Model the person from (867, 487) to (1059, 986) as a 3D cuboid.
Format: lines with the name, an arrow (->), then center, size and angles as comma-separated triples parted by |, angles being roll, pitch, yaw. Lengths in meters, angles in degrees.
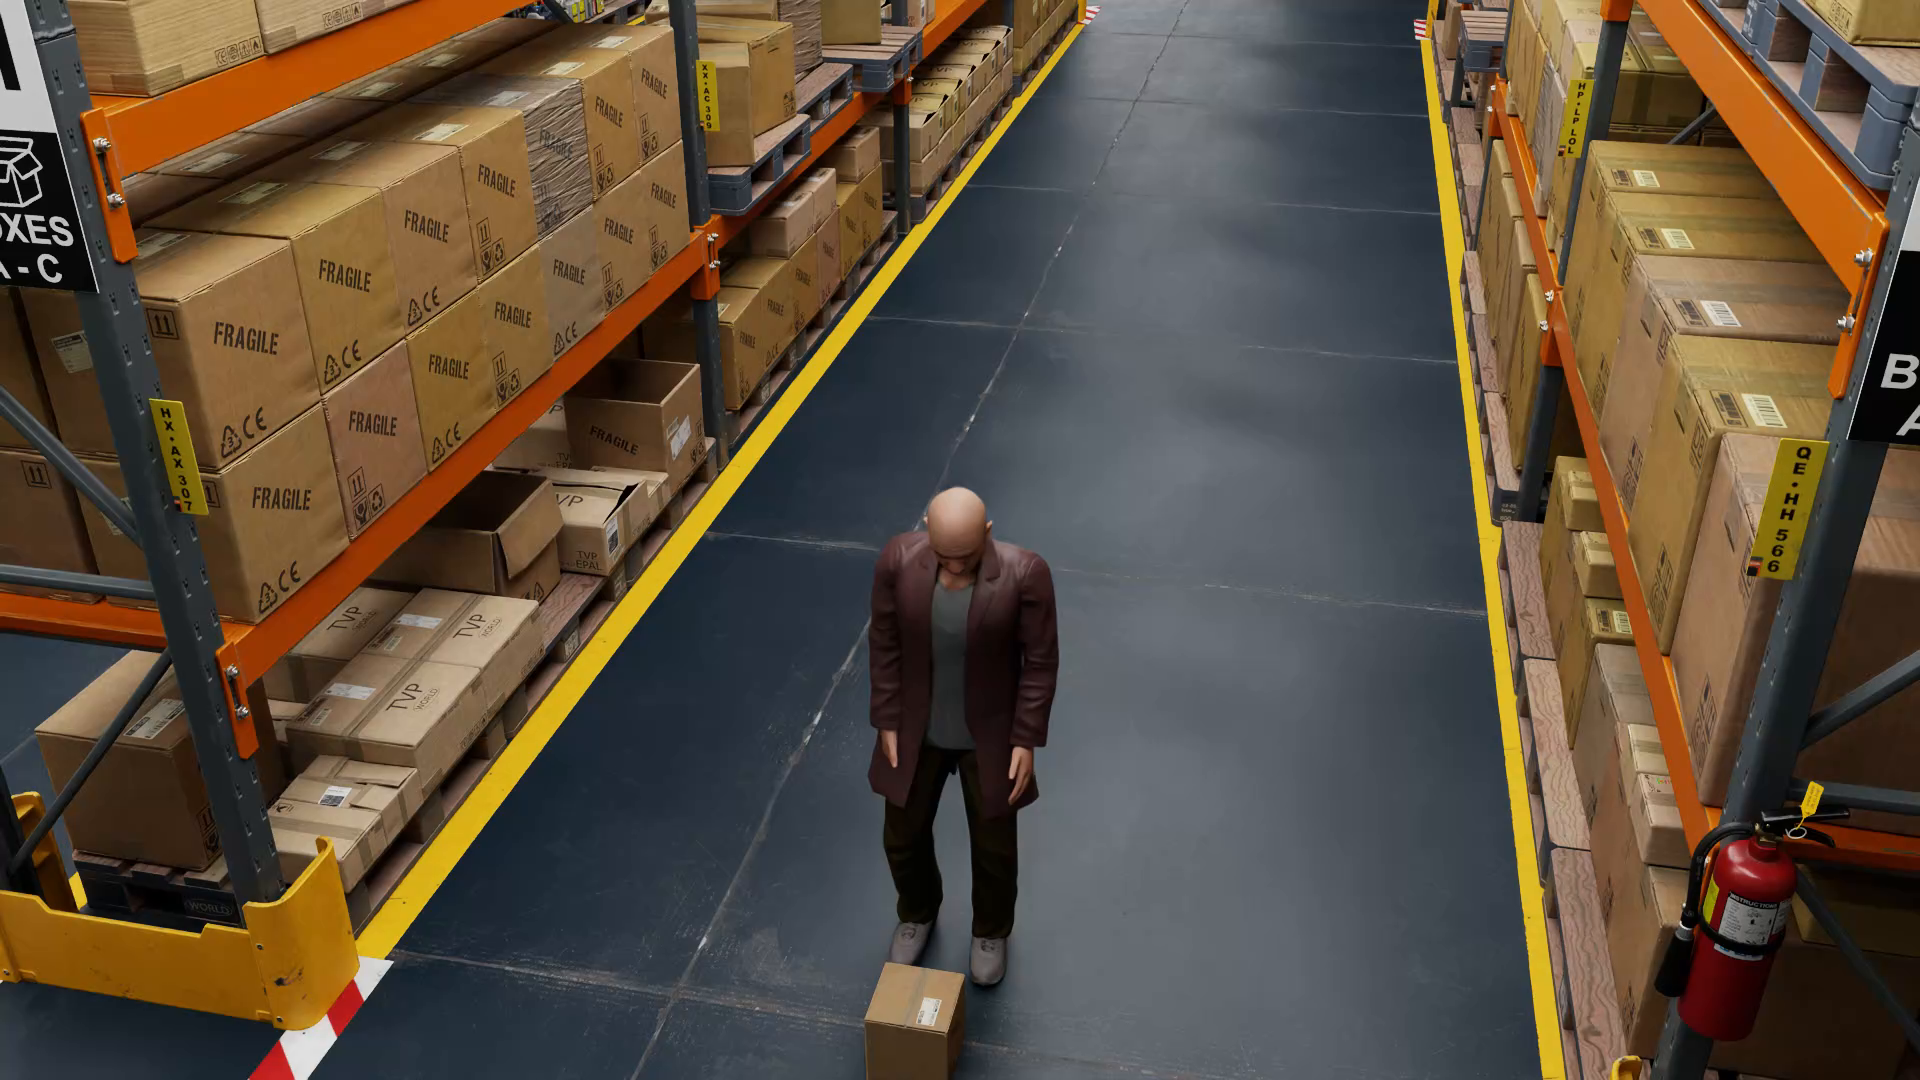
person -> 0.003, 0.593, 5.104 | 0.587, 1.731, 0.416 | 7, 29, 12
